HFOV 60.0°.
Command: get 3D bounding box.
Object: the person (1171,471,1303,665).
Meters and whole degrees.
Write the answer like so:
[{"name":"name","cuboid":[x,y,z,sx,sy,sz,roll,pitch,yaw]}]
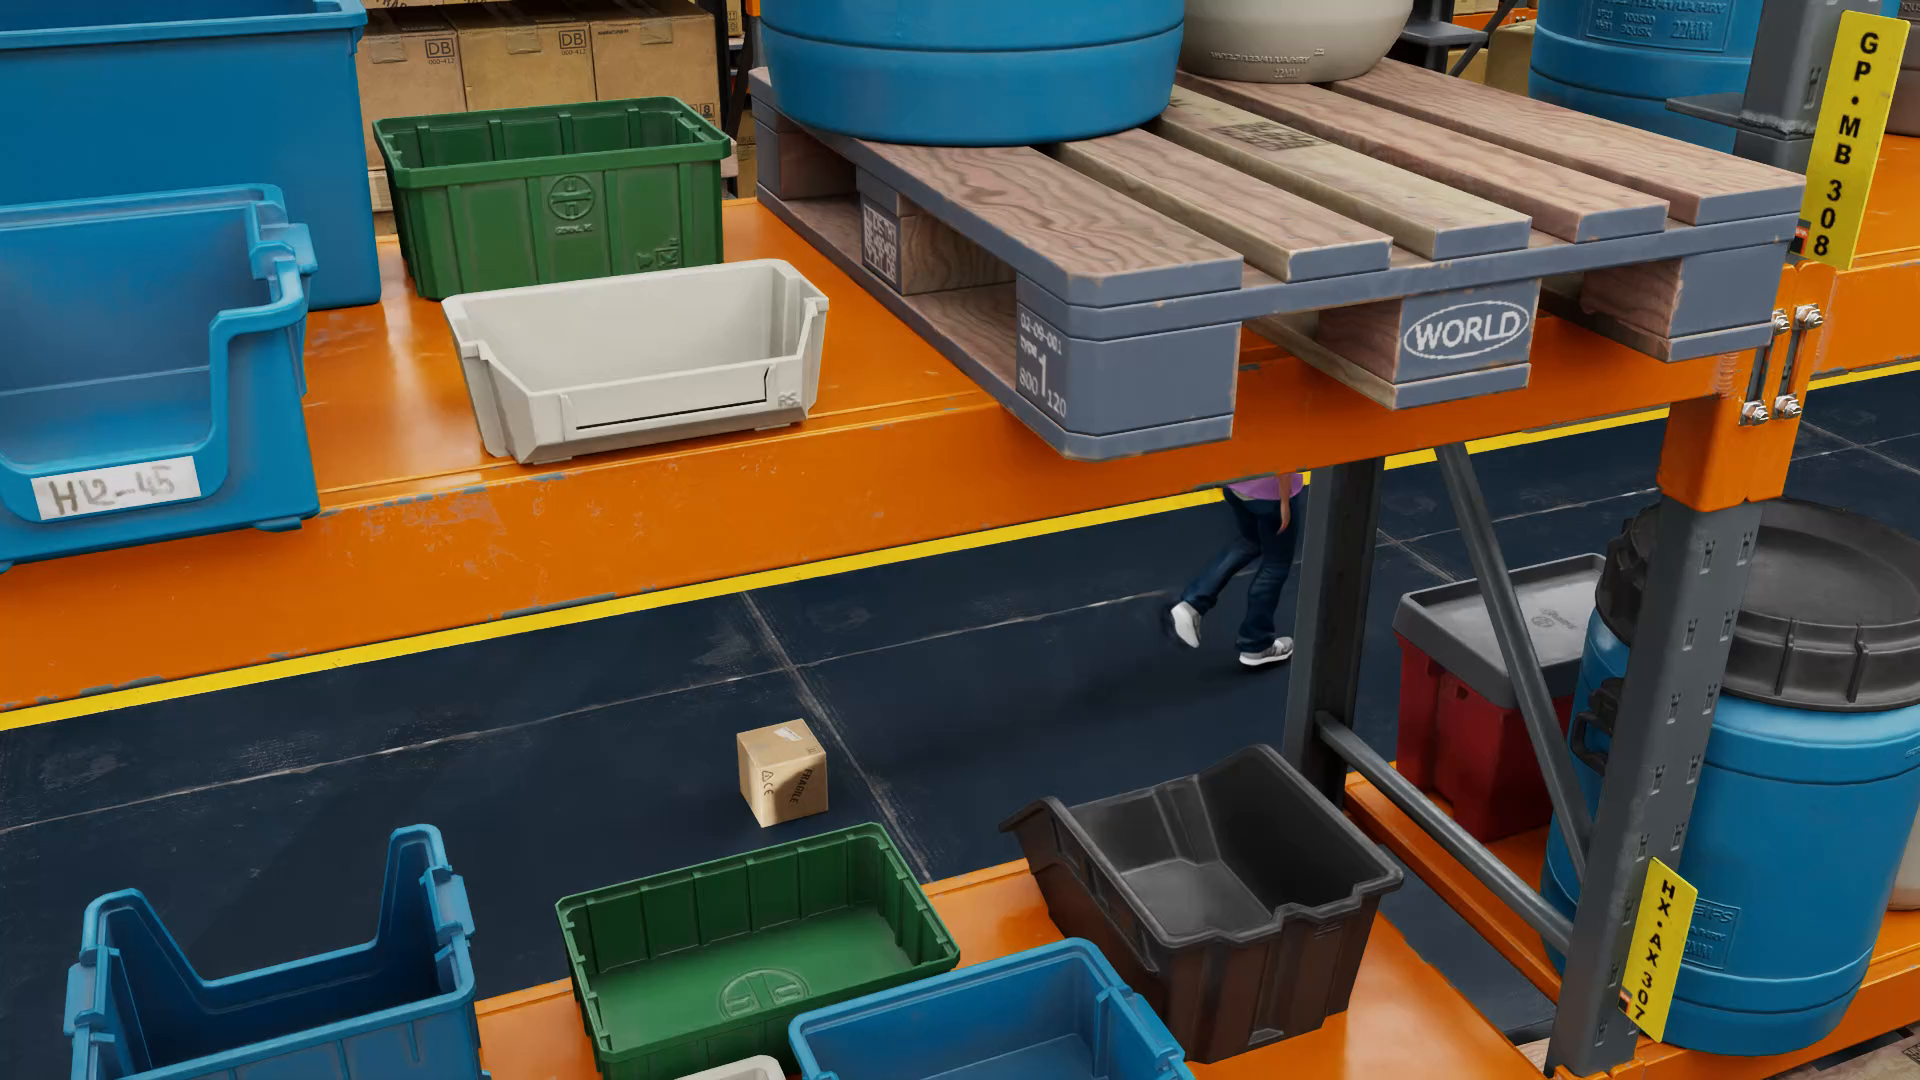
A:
[{"name":"person","cuboid":[1.134,-0.199,6.488,0.546,1.574,0.425,-15,30,-27]}]
